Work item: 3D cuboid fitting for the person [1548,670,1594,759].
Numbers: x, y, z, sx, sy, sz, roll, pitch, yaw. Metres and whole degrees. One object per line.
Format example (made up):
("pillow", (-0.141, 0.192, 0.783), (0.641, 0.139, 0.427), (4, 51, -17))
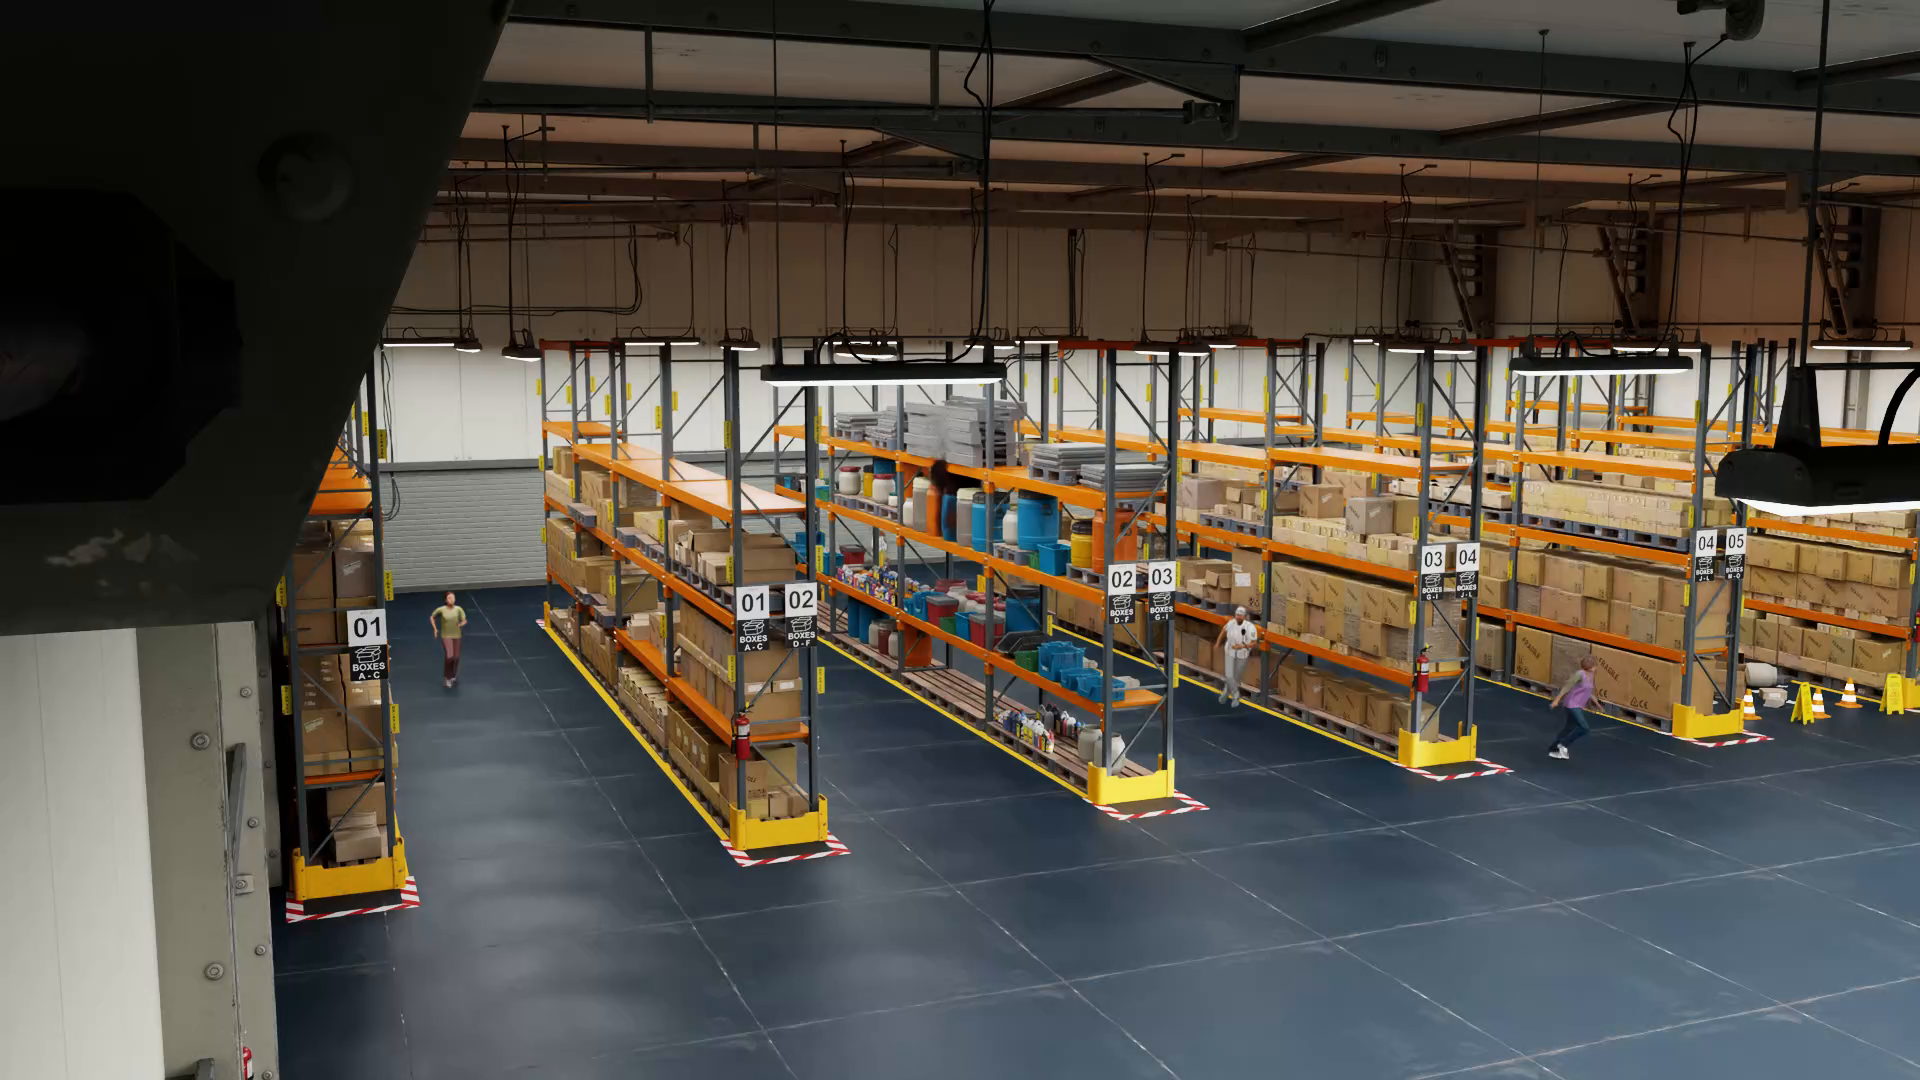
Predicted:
("person", (8.885, 2.535, 24.171), (0.562, 1.332, 0.447), (6, 9, 37))

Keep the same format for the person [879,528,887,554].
("person", (-1.884, 0.084, 38.906), (0.328, 0.872, 0.590), (0, 7, 3))

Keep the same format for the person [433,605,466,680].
("person", (-8.889, 1.799, 29.065), (0.528, 1.324, 0.635), (-5, 9, -32))

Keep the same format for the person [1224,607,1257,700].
("person", (4.468, 1.796, 26.524), (0.558, 1.510, 0.598), (2, 8, 15))
